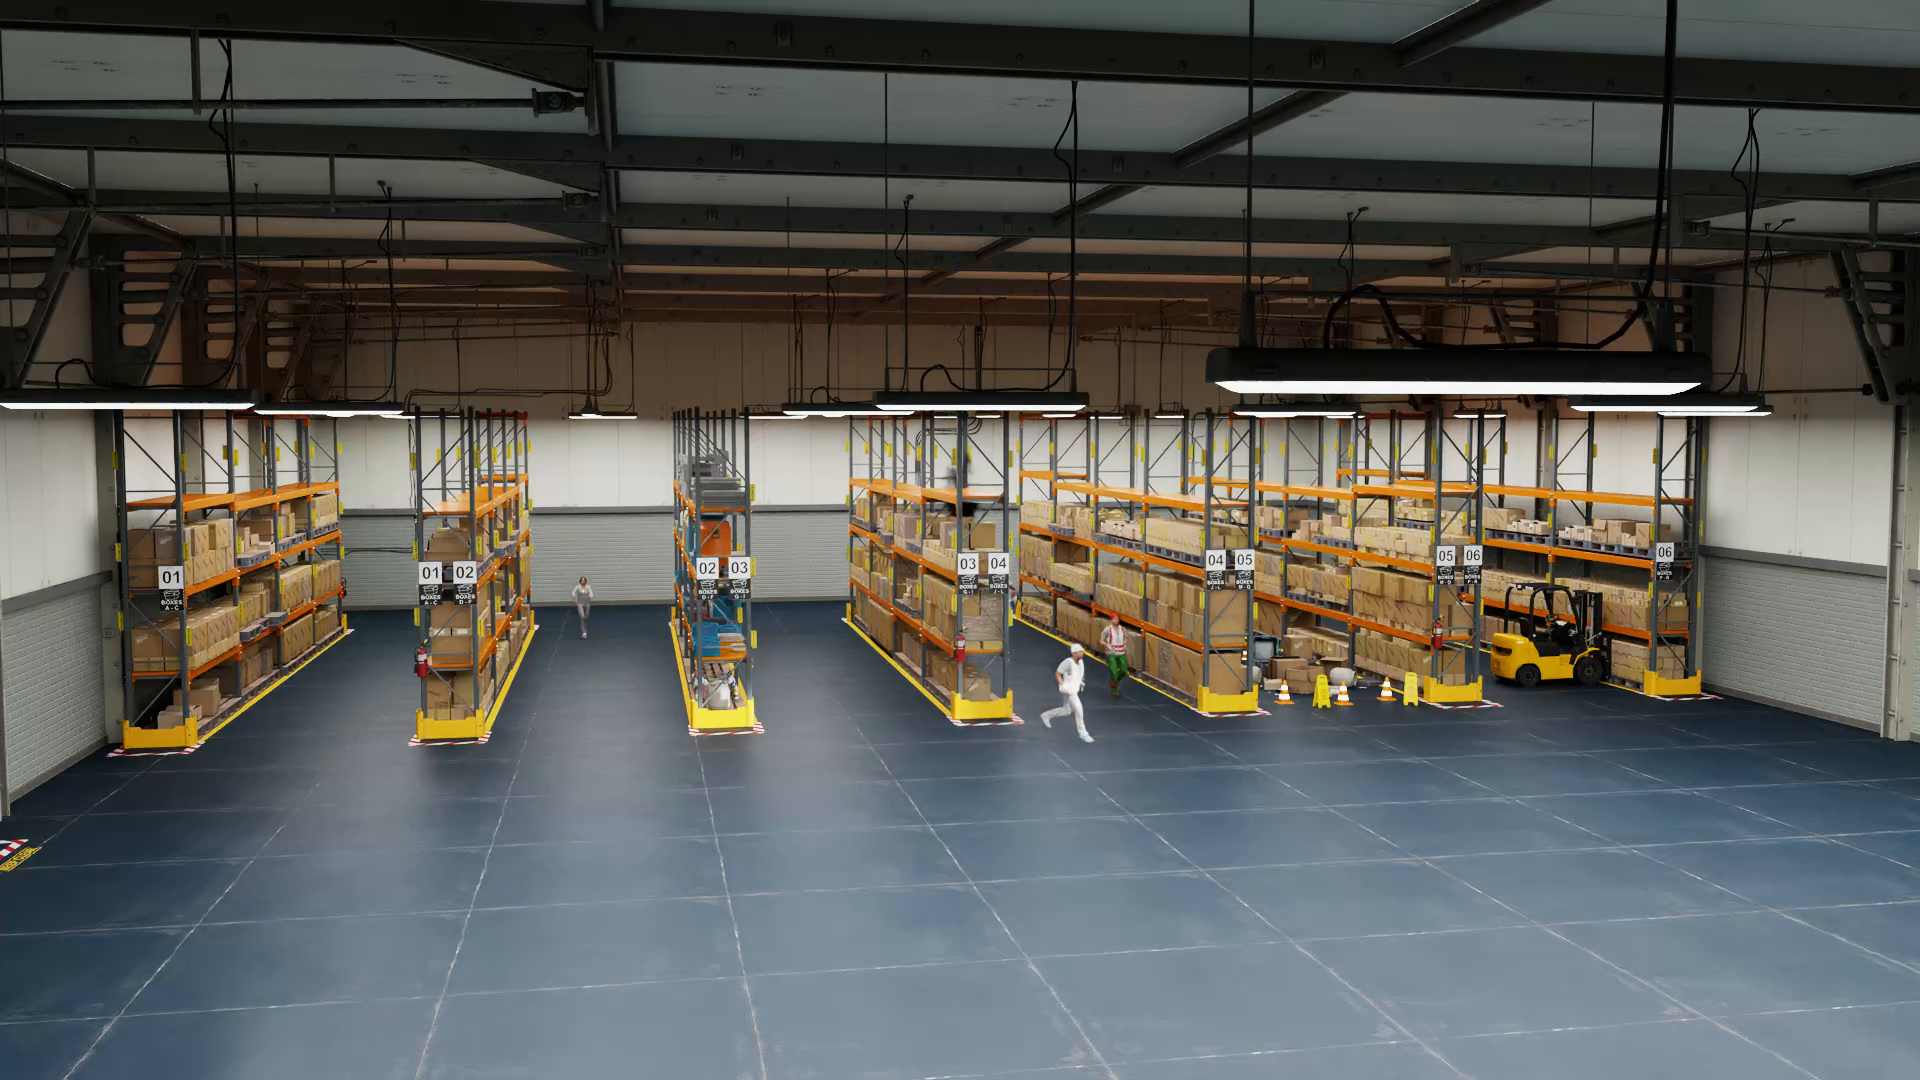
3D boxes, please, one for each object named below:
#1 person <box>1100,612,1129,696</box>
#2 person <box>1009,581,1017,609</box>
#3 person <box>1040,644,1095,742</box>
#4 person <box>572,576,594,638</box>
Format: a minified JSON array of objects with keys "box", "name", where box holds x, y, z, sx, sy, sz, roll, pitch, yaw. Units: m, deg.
[{"box":[3.259,2.383,34.689,0.649,1.740,0.603,-1,4,-15],"name":"person"},{"box":[1.195,1.698,44.450,0.689,1.740,0.652,0,4,-1],"name":"person"},{"box":[1.926,2.733,29.931,1.074,1.771,0.679,2,5,26],"name":"person"},{"box":[-10.020,1.765,44.239,0.536,1.607,0.781,-1,4,-20],"name":"person"}]
